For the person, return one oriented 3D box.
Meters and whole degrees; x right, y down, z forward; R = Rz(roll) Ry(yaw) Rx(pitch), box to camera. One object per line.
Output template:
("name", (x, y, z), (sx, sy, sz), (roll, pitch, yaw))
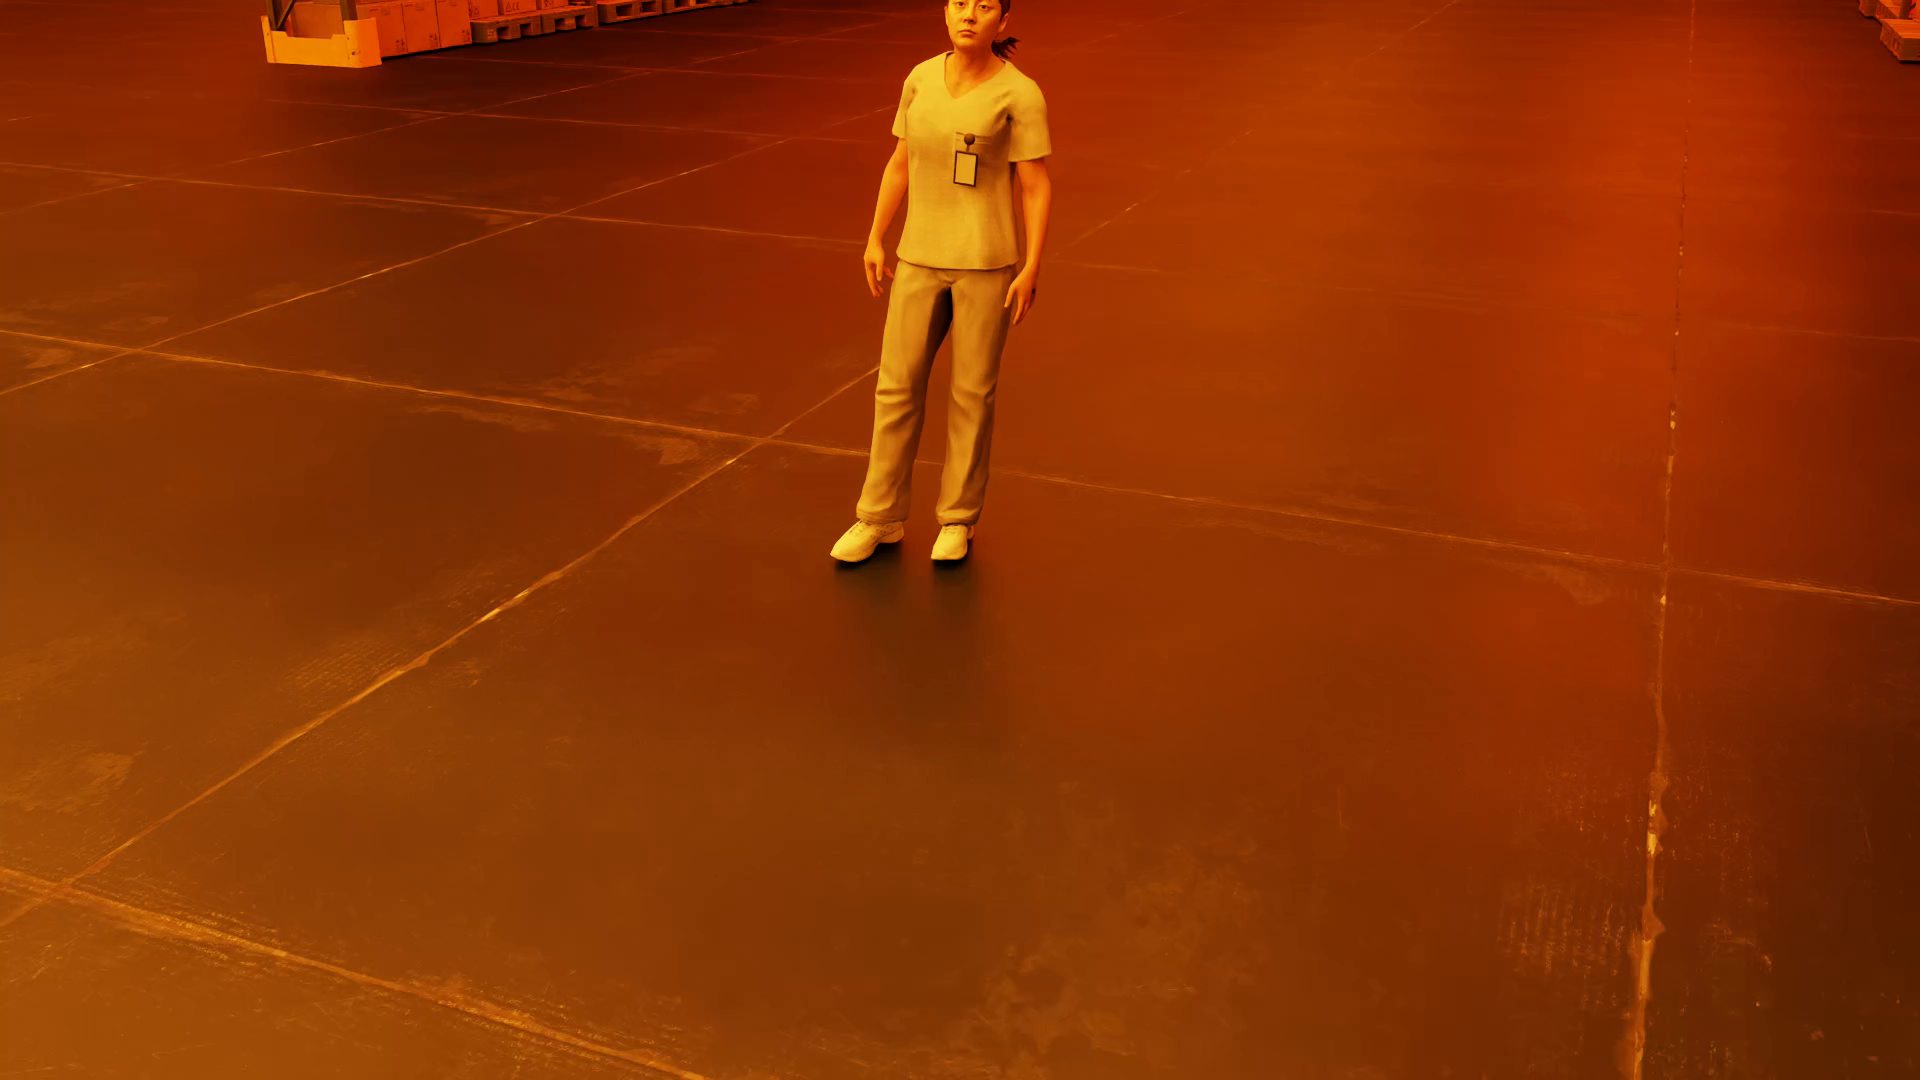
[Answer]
("person", (-0.019, -0.687, 4.780), (0.517, 1.362, 0.395), (9, 24, 21))
